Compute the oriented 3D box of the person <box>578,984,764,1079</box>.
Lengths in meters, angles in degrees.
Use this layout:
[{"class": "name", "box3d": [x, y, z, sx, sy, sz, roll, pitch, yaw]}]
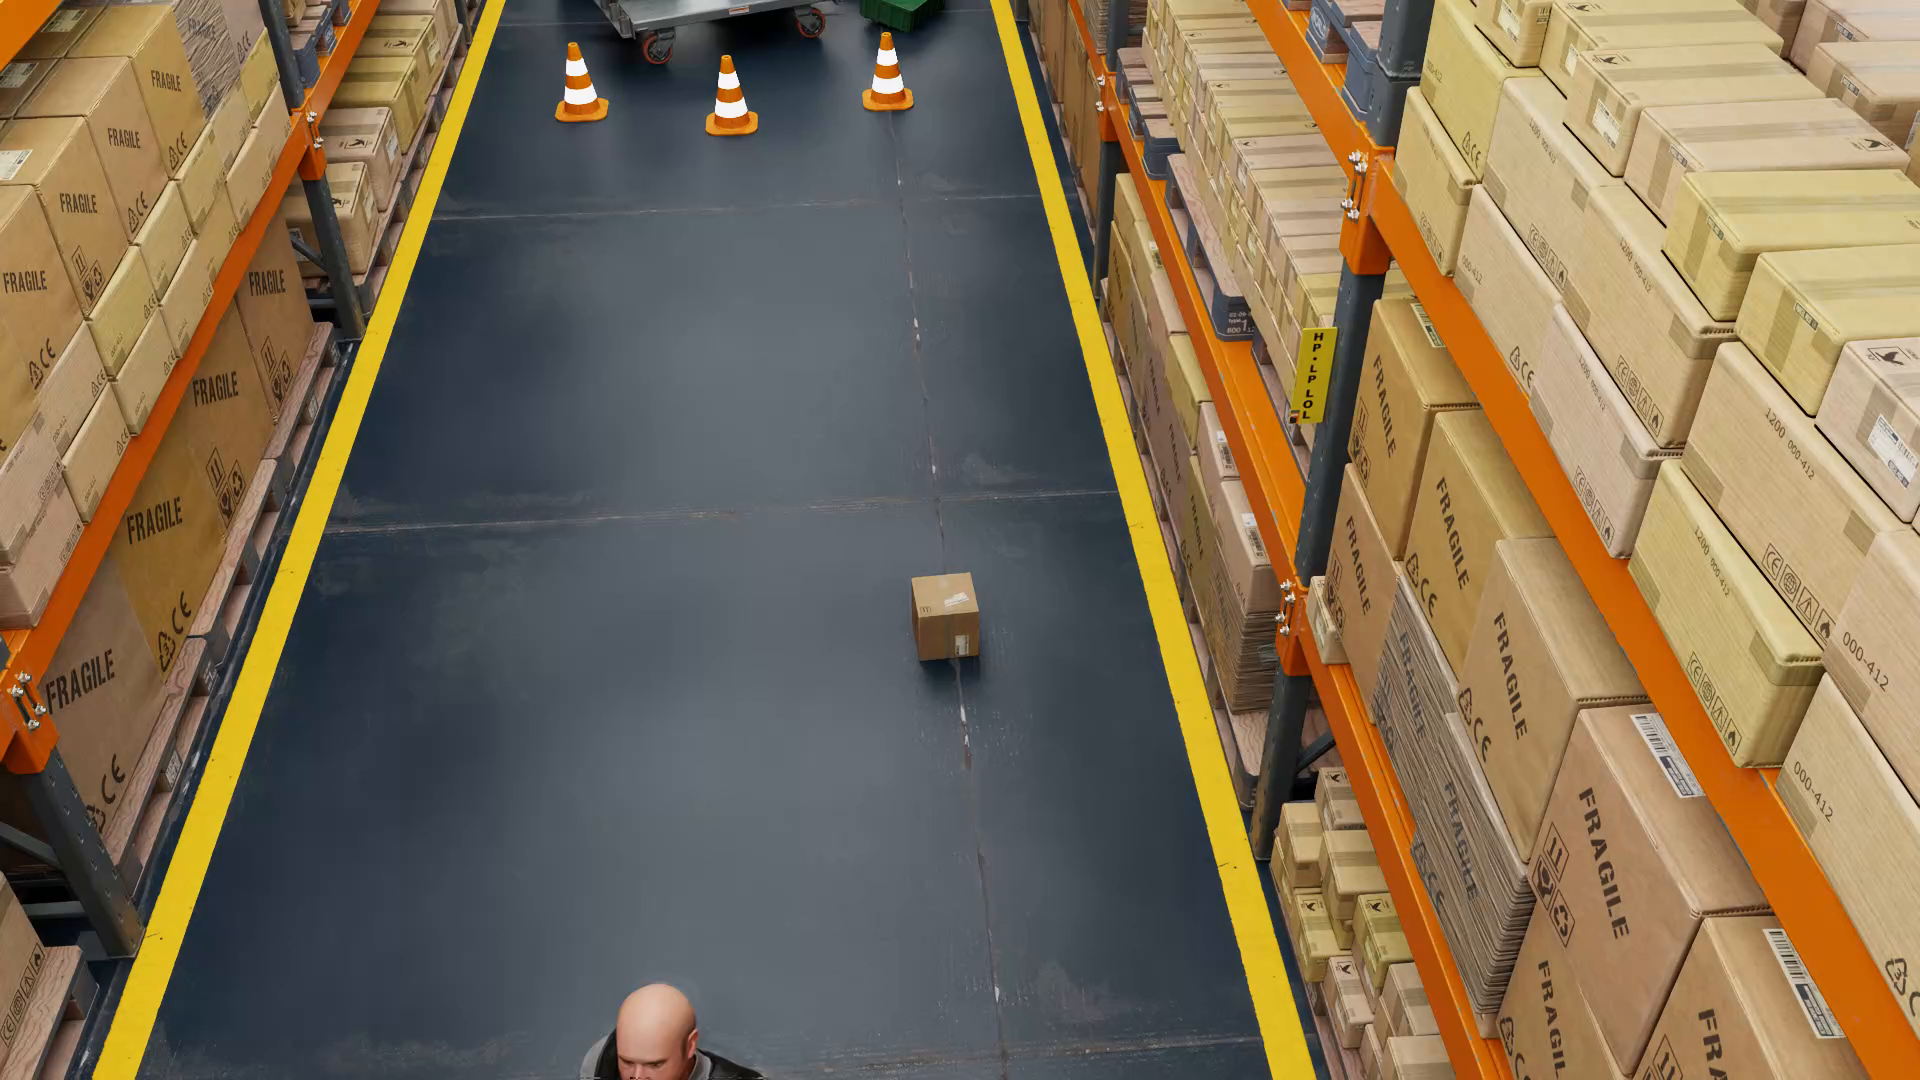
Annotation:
[{"class": "person", "box3d": [-0.656, 1.696, 4.071, 0.553, 1.681, 0.988, 11, 40, 13]}]
